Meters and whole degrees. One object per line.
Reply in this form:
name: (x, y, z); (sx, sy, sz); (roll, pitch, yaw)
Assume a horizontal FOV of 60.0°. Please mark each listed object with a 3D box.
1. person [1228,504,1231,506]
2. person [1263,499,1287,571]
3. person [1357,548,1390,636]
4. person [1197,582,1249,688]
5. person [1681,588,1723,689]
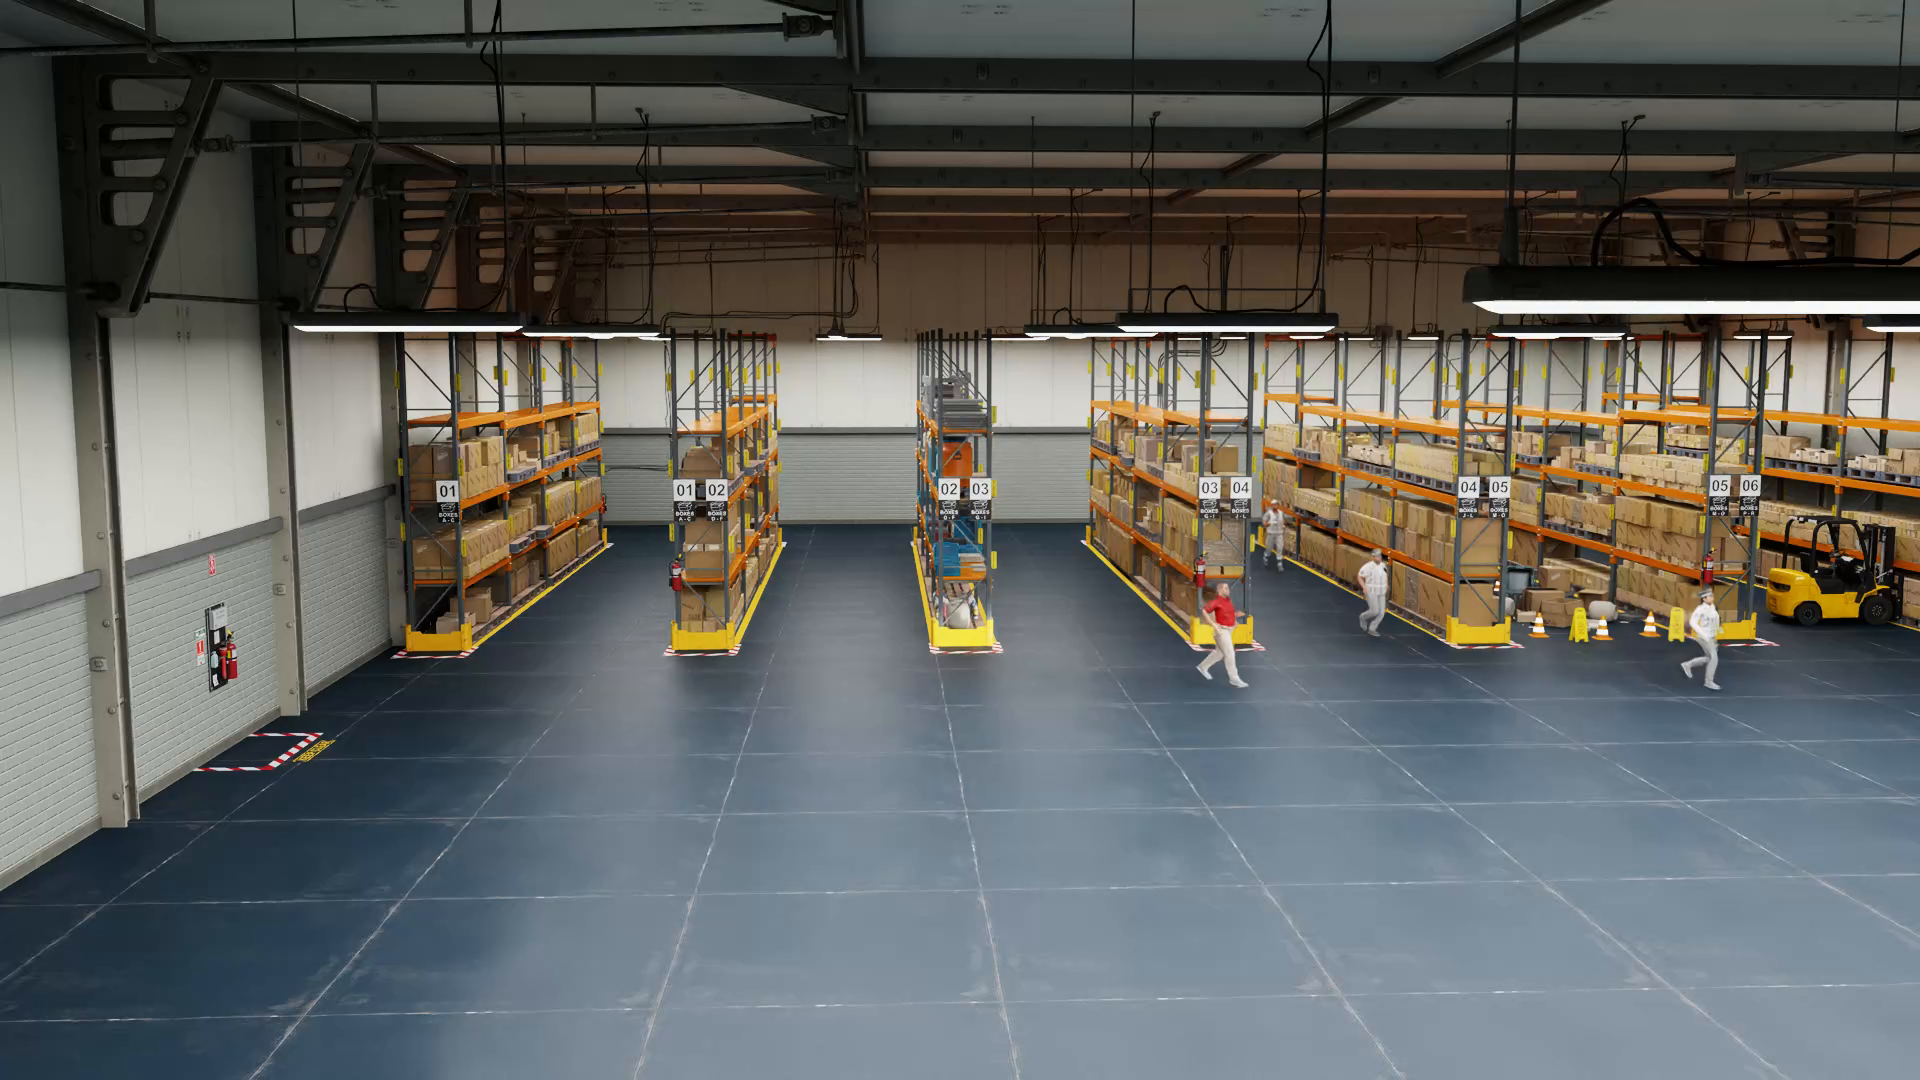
person: (8.165, -0.839, 48.806); (0.693, 1.676, 0.643); (-3, 7, -23)
person: (7.949, -0.139, 42.024); (0.664, 1.775, 0.978); (-1, 7, -9)
person: (8.166, 1.025, 32.657); (0.649, 1.729, 0.590); (-3, 7, -21)
person: (4.414, 1.551, 27.871); (0.961, 1.689, 0.662); (4, 8, 29)
person: (12.457, 1.629, 27.849); (0.613, 1.687, 0.662); (-6, 9, -41)
